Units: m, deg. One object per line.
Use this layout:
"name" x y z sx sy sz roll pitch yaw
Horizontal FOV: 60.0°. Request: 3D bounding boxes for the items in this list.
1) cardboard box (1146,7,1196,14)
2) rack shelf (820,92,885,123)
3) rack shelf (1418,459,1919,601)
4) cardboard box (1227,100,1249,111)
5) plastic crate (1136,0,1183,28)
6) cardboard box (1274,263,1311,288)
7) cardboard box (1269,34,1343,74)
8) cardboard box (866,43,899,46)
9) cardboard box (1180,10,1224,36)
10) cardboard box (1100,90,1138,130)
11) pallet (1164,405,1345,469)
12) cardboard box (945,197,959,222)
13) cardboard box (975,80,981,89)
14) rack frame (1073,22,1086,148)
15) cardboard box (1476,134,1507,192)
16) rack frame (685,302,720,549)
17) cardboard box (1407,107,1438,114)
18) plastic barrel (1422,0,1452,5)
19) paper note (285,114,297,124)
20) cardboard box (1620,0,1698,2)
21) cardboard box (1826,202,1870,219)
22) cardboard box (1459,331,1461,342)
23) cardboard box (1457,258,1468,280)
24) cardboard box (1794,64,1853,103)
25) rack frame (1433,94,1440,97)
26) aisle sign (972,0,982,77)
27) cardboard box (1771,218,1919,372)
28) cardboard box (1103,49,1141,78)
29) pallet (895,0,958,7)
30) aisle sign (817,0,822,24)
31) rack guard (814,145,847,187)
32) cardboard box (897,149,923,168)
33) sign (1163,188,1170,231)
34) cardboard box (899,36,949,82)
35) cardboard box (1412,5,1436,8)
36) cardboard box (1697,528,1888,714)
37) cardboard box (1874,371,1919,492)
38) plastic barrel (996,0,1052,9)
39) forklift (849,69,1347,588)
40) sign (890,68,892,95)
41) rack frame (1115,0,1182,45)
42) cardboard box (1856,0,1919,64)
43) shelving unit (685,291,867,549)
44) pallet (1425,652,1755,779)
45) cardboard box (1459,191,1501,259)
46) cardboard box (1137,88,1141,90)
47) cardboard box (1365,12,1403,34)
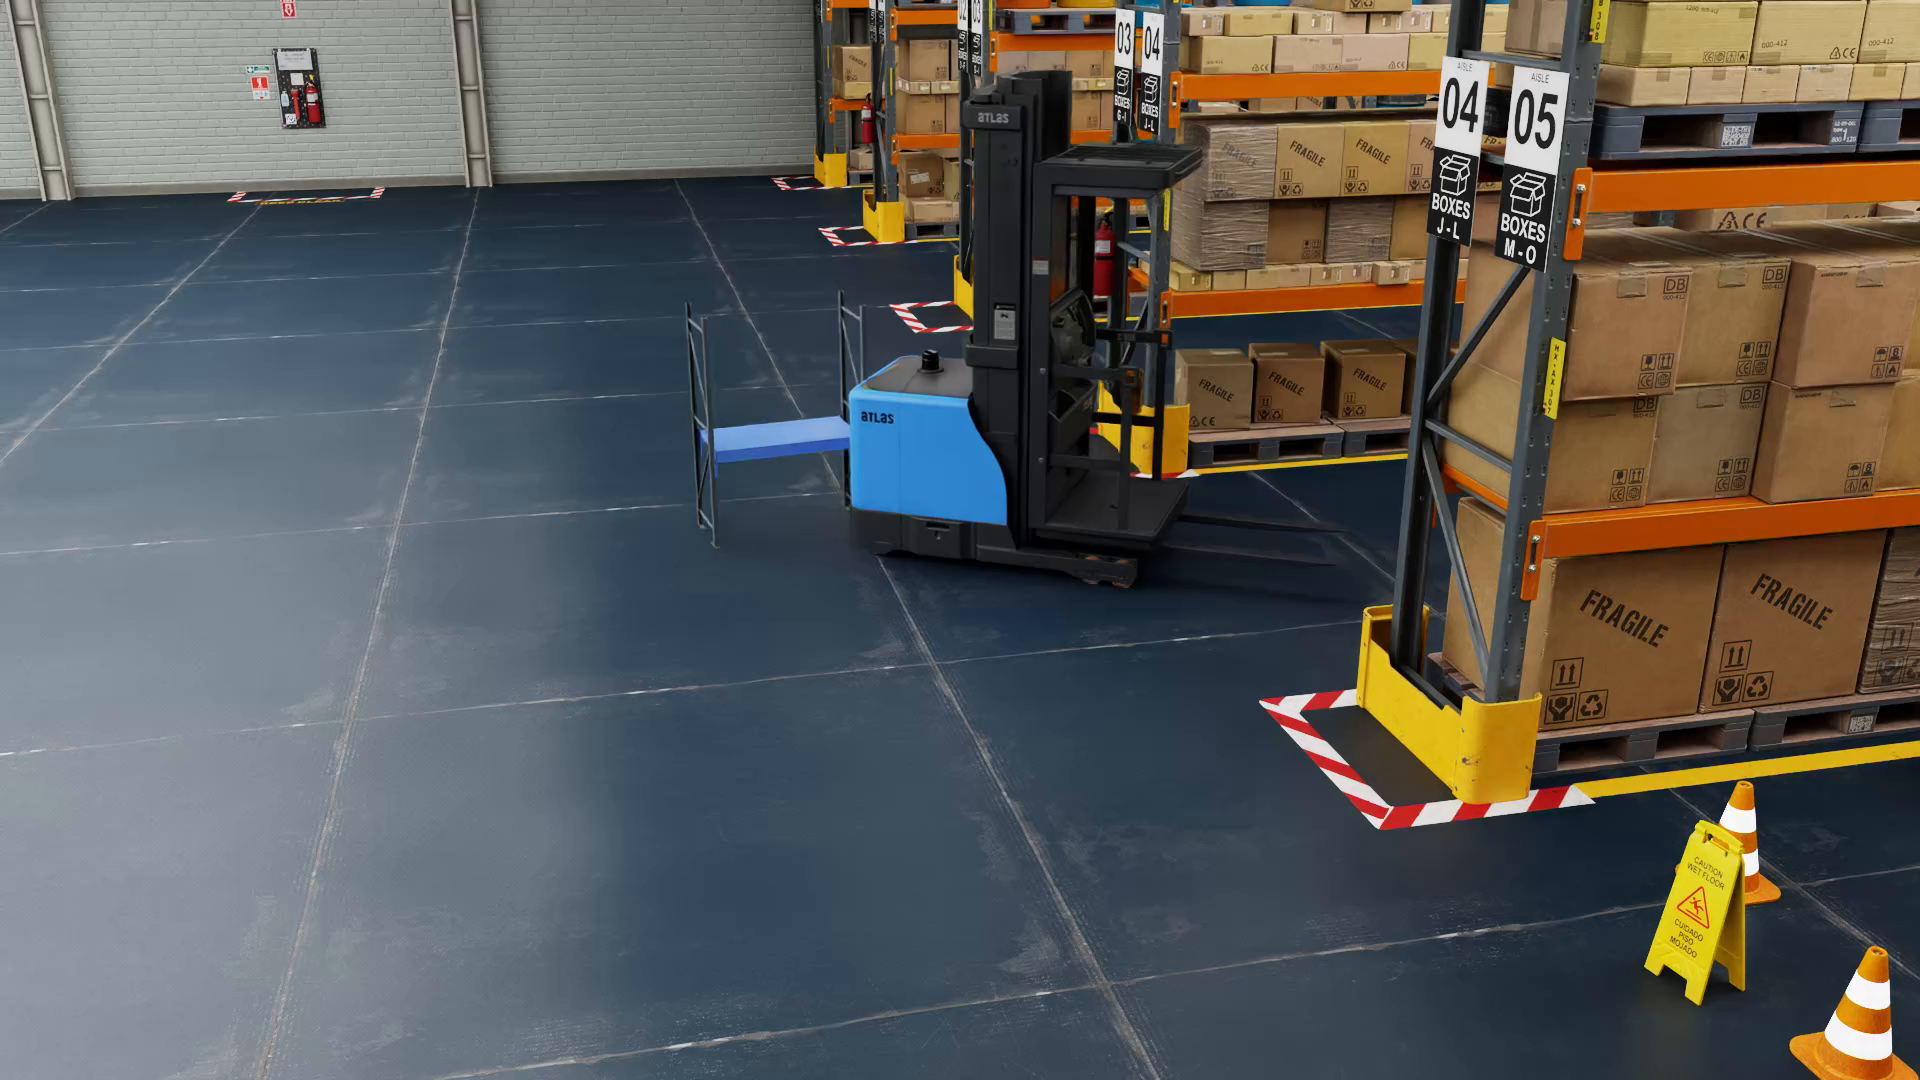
"cardboard box" 1.503 -3.734 11.924 0.250 0.149 0.380 -5 21 -12
"rack shelf" -0.169 -6.877 26.273 4.000 0.370 1.077 -5 21 -12
"rack shelf" 4.294 -0.235 8.140 4.000 0.370 1.077 -5 21 -12
"cardboard box" 3.734 -5.783 22.436 0.258 0.266 0.396 -5 21 -14
"plastic crate" 1.951 -5.393 16.838 0.575 0.384 0.392 -5 21 -12
"cardboard box" 2.369 -1.962 12.175 0.250 0.149 0.380 -5 21 -12
"cardboard box" 2.333 -3.415 11.633 0.500 0.250 0.500 -5 21 -14
"cardboard box" -1.213 -7.492 26.006 0.500 0.500 0.500 -4 21 -12
"cardboard box" 1.625 -3.552 11.428 0.250 0.149 0.380 -5 21 -13
"cardboard box" 1.979 -5.681 21.817 0.500 0.500 0.700 -5 21 -13
"pallet" 2.177 -0.831 12.777 1.213 0.211 1.003 -5 21 -12
"cardboard box" 0.087 -4.313 21.616 0.500 0.250 0.500 -5 21 -12
"cardboard box" 0.205 -5.769 21.115 0.250 0.149 0.380 -5 21 -13
"rack frame" 1.777 -7.373 26.581 0.127 3.000 1.000 -5 21 -12
"cardboard box" 3.849 -2.848 12.197 0.500 0.500 0.500 -5 21 -12
"rack frame" -1.645 -0.728 10.622 0.032 1.500 0.500 -8 21 -20
"cardboard box" 3.728 -3.025 12.680 0.500 0.500 0.500 -5 21 -12
"plastic barrel" 5.139 -5.865 17.376 0.600 0.901 0.600 0 20 0
"paper note" -10.074 -6.339 25.039 0.142 0.148 0.016 -5 21 -12
"cardboard box" 2.745 -2.243 6.666 0.250 0.149 0.380 -4 21 -12
"cardboard box" 6.863 -2.813 13.371 0.637 0.503 0.797 -3 20 -7
"cardboard box" 4.243 -1.356 13.179 0.500 0.500 0.500 2 20 5
"cardboard box" 3.592 -2.052 12.420 0.250 0.149 0.380 -5 21 -12
"cardboard box" 3.493 -1.929 6.967 0.250 0.149 0.380 -4 21 -12
"rack frame" 6.814 -6.032 22.920 0.127 3.000 1.000 -5 21 -12
"aisle sign" 0.162 -4.857 15.934 0.004 0.787 0.394 -5 21 -12
"cardboard box" 4.293 -1.167 7.850 0.500 0.550 0.875 -5 21 -12
"cardboard box" 1.999 -6.294 21.603 0.500 0.500 0.700 -5 21 -13
"pallet" -0.278 -6.813 20.819 1.213 0.211 1.003 -5 21 -12
"aisle sign" -2.116 -8.171 24.980 0.004 0.787 0.394 -5 21 -12
"rack guard" -2.041 -5.889 26.163 0.348 0.500 1.175 -5 21 -12
"cardboard box" -0.866 -6.070 26.294 0.500 0.311 0.500 -3 20 -8
"sign" 1.429 -2.307 11.493 0.005 0.325 0.100 -5 21 -12
"cardboard box" -0.463 -6.091 21.051 0.500 0.500 0.700 -5 21 -12
"cardboard box" 3.307 -3.854 12.252 0.250 0.149 0.380 -4 21 -11
"cardboard box" 3.848 0.240 8.276 0.875 0.875 0.875 -5 21 -13
"cardboard box" 4.308 -0.638 7.977 0.500 0.550 0.875 -5 21 -12
"plastic barrel" 0.608 -5.628 16.223 0.708 0.830 0.600 -5 21 -12
"forklift" 0.874 -1.294 10.085 3.031 2.935 1.130 6 21 17
"sign" -0.850 -5.656 20.520 0.005 0.325 0.100 -5 21 -12
"rack frame" 1.304 -4.899 11.106 0.127 3.000 1.000 -5 21 -12
"cardboard box" 3.861 -2.169 7.043 0.500 0.250 0.500 -5 21 -13
"shelving unit" -1.171 -0.791 10.794 1.048 1.500 0.538 -8 21 -20
"pallet" 3.107 0.806 8.308 1.213 0.211 1.003 -5 21 -12
"cardboard box" 3.787 -2.469 12.617 0.500 0.500 0.875 -5 21 -12
"cardboard box" 2.210 -5.933 21.562 0.250 0.149 0.380 -5 21 -14
"cardboard box" 2.899 -3.643 11.677 0.250 0.149 0.380 -6 21 -15
